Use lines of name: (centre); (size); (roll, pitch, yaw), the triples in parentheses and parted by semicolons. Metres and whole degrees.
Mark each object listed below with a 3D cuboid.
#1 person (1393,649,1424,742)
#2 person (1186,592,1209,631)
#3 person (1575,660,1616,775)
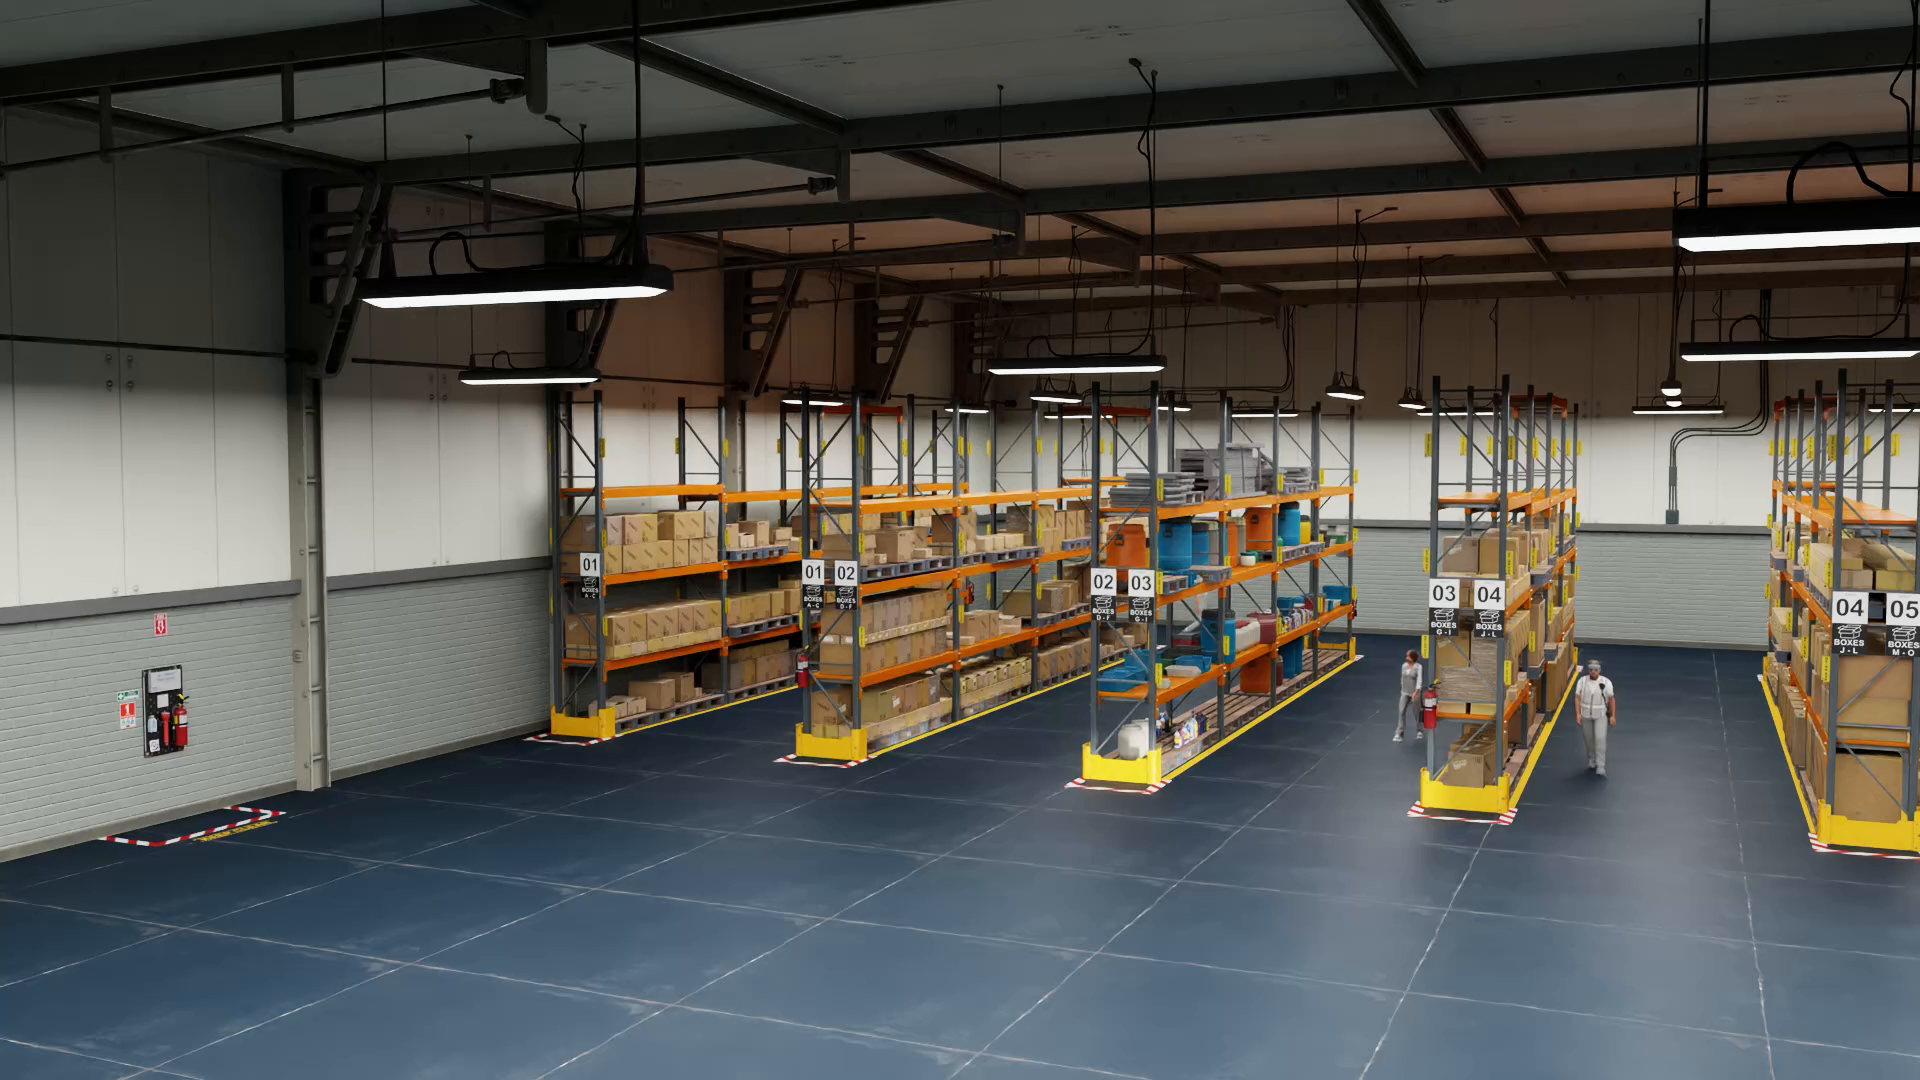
person: (7.657, 2.639, 28.311); (0.429, 1.547, 0.913); (3, 4, 39)
person: (6.207, 1.780, 43.153); (0.672, 1.664, 0.487); (2, 4, 34)
person: (9.754, 2.700, 25.599); (0.578, 1.718, 0.961); (2, 4, 33)
